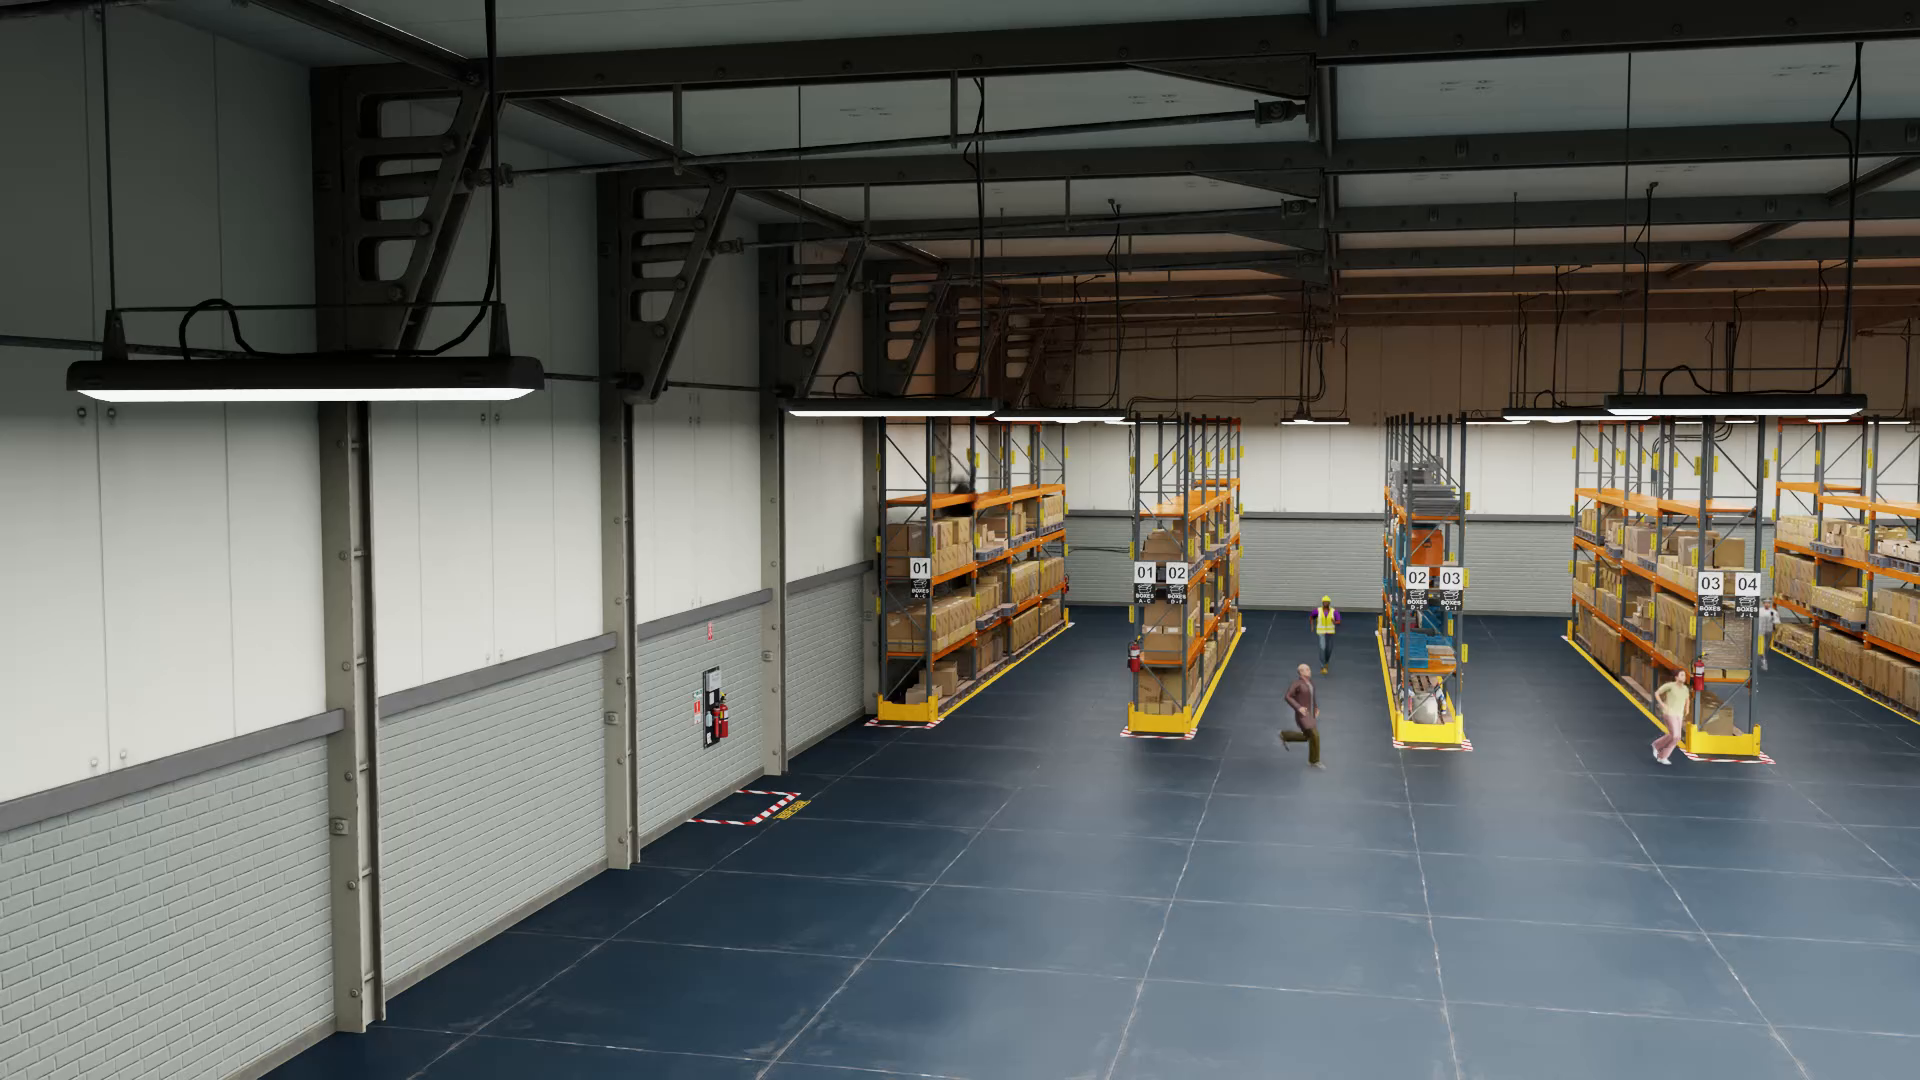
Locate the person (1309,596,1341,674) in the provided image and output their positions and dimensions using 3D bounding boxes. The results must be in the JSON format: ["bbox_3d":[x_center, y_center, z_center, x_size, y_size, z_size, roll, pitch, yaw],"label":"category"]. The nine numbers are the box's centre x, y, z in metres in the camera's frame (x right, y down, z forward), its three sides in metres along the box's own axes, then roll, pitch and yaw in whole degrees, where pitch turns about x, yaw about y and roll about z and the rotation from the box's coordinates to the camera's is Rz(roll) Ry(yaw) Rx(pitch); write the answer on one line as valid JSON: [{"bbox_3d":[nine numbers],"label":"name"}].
[{"bbox_3d":[8.529,2.188,38.767,0.694,1.767,0.969,0,4,3],"label":"person"}]

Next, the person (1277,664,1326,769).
[{"bbox_3d":[5.787,2.975,28.168,0.949,1.760,0.705,3,5,35],"label":"person"}]

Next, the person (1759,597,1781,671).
[{"bbox_3d":[19.114,2.201,39.460,0.580,1.739,0.848,1,4,12],"label":"person"}]

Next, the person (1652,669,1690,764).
[{"bbox_3d":[12.196,2.998,28.373,0.600,1.628,0.515,-1,4,-19],"label":"person"}]
